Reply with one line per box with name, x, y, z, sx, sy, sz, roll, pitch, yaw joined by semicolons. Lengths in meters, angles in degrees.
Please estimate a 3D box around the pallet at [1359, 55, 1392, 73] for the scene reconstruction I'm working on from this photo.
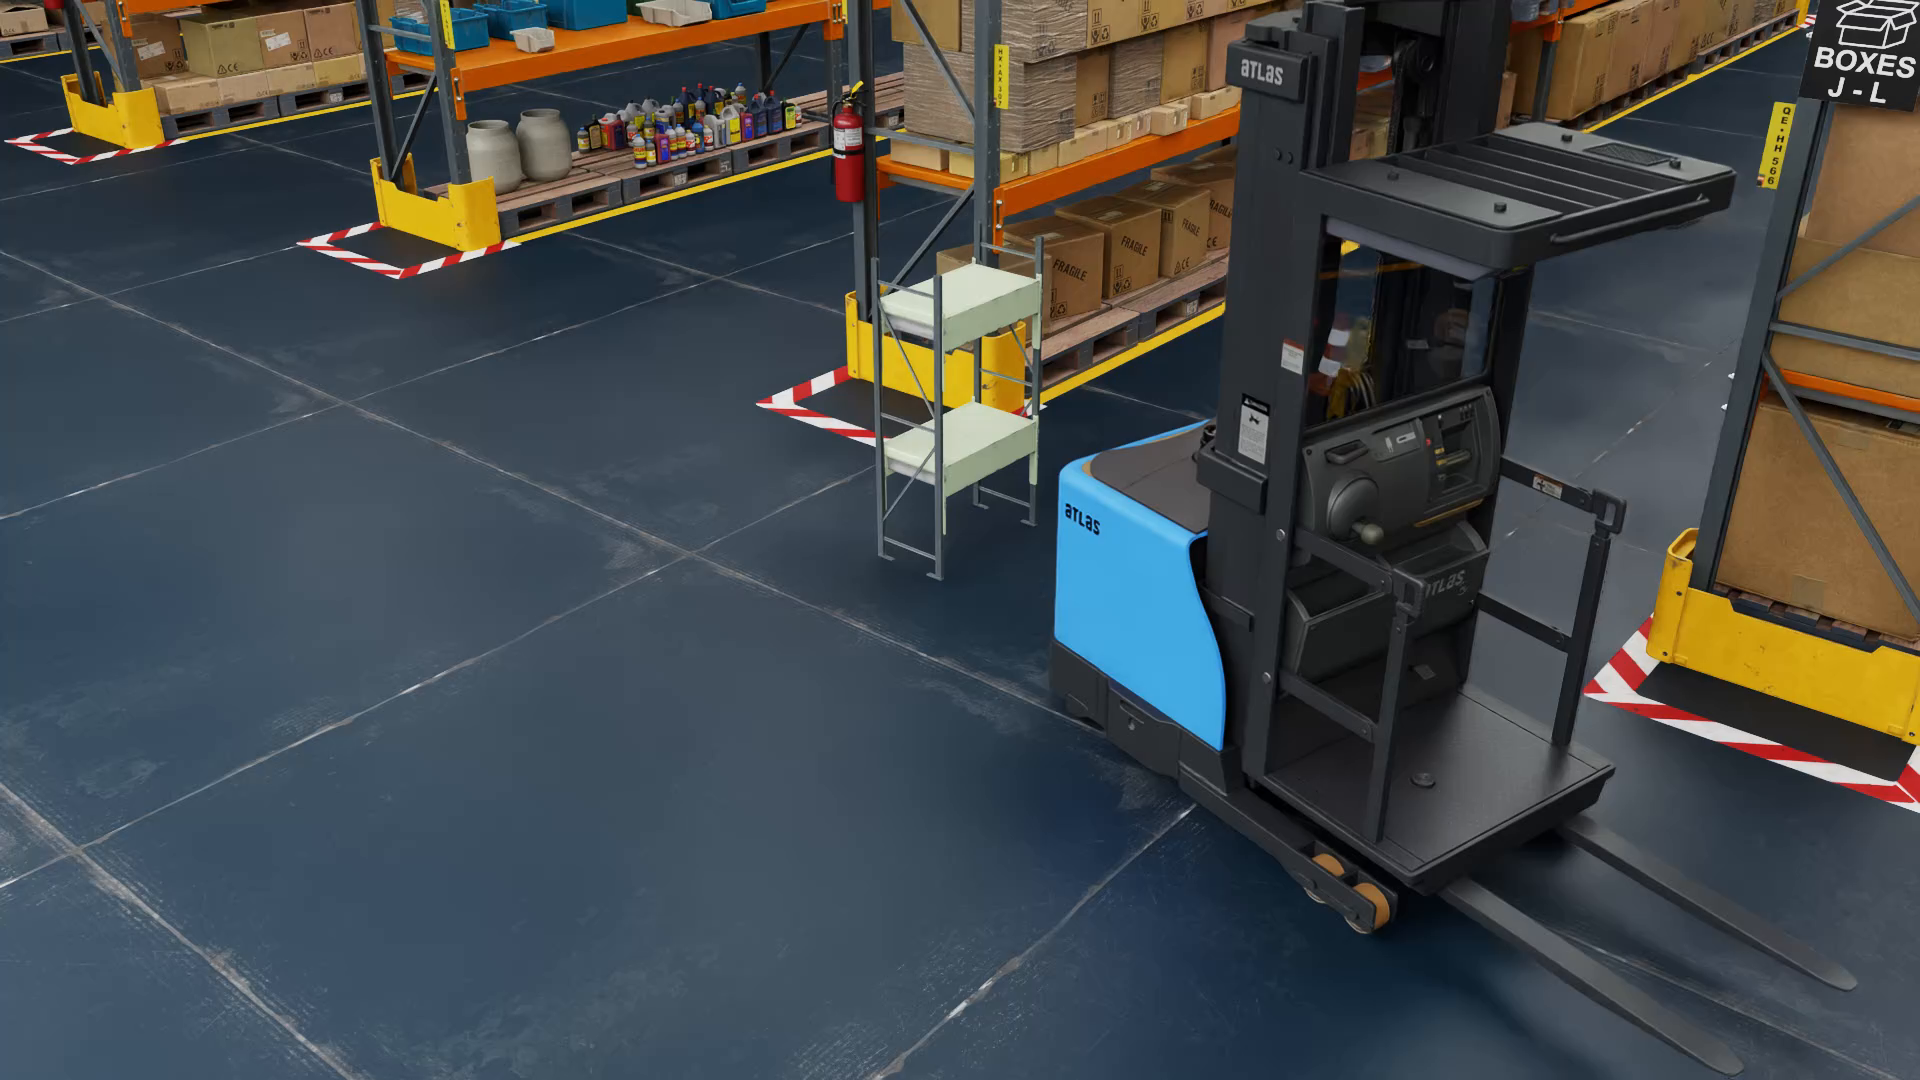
pallet;2.939;-3.778;12.497;1.003;0.211;1.213;21;34;34

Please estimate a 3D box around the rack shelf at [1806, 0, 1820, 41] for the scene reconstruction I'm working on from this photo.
rack shelf;4.831;-2.453;7.245;1.077;0.370;4.000;21;34;34

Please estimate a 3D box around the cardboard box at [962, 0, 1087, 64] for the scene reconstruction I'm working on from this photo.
cardboard box;0.356;-2.952;9.171;0.500;0.500;0.500;21;34;34

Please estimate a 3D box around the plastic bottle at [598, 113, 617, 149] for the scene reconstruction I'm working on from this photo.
plastic bottle;-3.014;-3.510;14.256;0.152;0.276;0.135;21;34;35

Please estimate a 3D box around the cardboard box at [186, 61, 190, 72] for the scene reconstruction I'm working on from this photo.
cardboard box;-7.424;-4.535;16.288;0.500;0.250;0.500;21;34;34

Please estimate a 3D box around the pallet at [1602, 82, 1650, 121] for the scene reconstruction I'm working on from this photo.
pallet;6.221;-4.502;16.723;1.003;0.211;1.213;21;34;34

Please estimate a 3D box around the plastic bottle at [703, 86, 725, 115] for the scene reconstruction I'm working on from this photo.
plastic bottle;-2.204;-3.894;14.916;0.144;0.351;0.185;21;34;34

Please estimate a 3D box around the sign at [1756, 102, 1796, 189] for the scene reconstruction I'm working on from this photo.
sign;3.149;-1.514;6.394;0.100;0.325;0.005;21;34;34

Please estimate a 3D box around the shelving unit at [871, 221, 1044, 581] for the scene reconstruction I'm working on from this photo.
shelving unit;-0.004;-0.664;7.901;0.431;1.500;0.755;21;34;34

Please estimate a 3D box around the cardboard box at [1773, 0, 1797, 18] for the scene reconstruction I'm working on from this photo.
cardboard box;9.628;-6.882;20.143;0.875;0.875;0.875;21;34;34

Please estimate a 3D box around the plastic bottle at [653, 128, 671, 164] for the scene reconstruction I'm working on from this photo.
plastic bottle;-2.474;-3.279;13.802;0.061;0.283;0.133;21;34;35

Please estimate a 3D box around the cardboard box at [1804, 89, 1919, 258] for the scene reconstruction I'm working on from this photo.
cardboard box;3.825;-1.397;6.348;0.875;0.550;0.550;21;34;34

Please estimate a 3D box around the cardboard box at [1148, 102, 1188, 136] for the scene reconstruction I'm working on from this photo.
cardboard box;1.190;-2.639;10.361;0.380;0.149;0.250;21;34;34

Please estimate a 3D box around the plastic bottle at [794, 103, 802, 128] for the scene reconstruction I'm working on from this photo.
plastic bottle;-1.472;-3.815;14.926;0.097;0.201;0.097;0;27;0

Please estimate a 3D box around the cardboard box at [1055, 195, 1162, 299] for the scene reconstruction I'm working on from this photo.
cardboard box;0.973;-1.947;11.013;0.500;0.500;0.500;25;36;39

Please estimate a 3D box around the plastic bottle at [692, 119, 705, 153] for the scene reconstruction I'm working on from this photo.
plastic bottle;-2.221;-3.428;14.102;0.097;0.271;0.097;0;27;0

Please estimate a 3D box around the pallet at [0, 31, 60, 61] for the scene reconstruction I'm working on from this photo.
pallet;-11.078;-5.625;18.894;1.003;0.211;1.213;21;34;34

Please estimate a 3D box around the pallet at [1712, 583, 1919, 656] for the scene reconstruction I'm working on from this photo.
pallet;4.007;0.201;7.631;1.003;0.211;1.213;21;34;34

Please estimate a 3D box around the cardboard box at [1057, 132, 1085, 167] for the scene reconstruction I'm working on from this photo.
cardboard box;0.506;-2.303;9.711;0.380;0.149;0.250;21;34;34

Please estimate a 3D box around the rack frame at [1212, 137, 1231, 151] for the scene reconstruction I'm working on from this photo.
rack frame;2.340;-3.634;12.011;1.000;3.000;0.127;21;34;34

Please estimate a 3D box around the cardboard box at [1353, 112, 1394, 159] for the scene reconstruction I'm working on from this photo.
cardboard box;3.066;-3.095;13.209;0.700;0.500;0.500;21;34;34

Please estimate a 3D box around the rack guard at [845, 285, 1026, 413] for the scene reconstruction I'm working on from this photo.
rack guard;-0.156;-1.133;9.896;1.175;0.500;0.348;21;34;34

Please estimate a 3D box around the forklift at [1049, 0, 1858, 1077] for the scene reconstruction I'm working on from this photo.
forklift;1.627;-0.217;5.480;1.130;2.935;3.031;-18;32;-31

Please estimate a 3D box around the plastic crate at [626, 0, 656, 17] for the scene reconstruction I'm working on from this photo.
plastic crate;-2.563;-4.589;14.087;0.450;0.188;0.662;21;34;34

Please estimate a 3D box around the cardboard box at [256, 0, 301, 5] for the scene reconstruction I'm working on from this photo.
cardboard box;-6.790;-5.224;16.803;0.500;0.500;0.500;21;34;34

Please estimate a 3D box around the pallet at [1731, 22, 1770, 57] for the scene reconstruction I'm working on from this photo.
pallet;8.749;-5.913;19.451;1.003;0.211;1.213;21;34;34

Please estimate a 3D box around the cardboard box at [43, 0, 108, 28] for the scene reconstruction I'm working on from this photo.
cardboard box;-10.293;-6.311;19.426;0.700;0.500;0.500;18;33;31

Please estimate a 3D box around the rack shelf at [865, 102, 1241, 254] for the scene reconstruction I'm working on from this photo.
rack shelf;1.068;-2.606;10.805;1.077;0.370;4.000;21;34;34

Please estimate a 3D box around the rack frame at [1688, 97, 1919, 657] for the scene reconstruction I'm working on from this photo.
rack frame;3.559;-0.731;6.398;1.000;3.000;0.127;21;34;34

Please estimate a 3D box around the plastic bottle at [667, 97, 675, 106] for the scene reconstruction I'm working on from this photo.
plastic bottle;-2.572;-3.793;14.794;0.061;0.283;0.133;23;35;37

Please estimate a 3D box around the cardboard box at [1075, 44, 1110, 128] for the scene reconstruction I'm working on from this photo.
cardboard box;0.393;-2.792;9.950;0.875;0.500;0.500;21;34;34

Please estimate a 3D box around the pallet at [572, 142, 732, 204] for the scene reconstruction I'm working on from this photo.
pallet;-2.717;-3.183;14.173;1.003;0.211;1.213;21;34;34

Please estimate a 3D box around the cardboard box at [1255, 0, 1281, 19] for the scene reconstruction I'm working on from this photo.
cardboard box;1.661;-3.502;11.323;0.875;0.500;0.500;21;34;34

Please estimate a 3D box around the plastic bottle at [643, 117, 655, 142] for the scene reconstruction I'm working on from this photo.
plastic bottle;-2.703;-3.566;14.446;0.097;0.201;0.097;0;27;0

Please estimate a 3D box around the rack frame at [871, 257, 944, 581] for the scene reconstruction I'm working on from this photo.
rack frame;-0.237;-0.534;7.650;0.400;1.500;0.023;21;34;34

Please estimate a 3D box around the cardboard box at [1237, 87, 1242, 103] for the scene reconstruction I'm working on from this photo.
cardboard box;1.725;-3.032;11.121;0.380;0.149;0.250;21;34;34

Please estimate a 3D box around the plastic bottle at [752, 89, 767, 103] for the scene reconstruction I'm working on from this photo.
plastic bottle;-1.780;-3.830;14.794;0.144;0.351;0.185;21;34;34

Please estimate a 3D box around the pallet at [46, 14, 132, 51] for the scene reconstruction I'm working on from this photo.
pallet;-10.302;-6.056;19.727;1.003;0.211;1.213;21;34;34

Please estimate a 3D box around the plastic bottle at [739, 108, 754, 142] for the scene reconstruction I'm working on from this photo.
plastic bottle;-1.862;-3.620;14.461;0.061;0.283;0.133;23;35;38

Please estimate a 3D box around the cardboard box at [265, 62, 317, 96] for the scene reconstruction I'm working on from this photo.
cardboard box;-6.699;-4.559;16.333;0.500;0.250;0.500;21;34;34

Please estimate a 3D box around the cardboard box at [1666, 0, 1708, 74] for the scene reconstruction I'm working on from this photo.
cardboard box;7.037;-5.481;17.435;1.225;0.875;0.875;21;34;35

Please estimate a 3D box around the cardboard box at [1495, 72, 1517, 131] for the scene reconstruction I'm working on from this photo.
cardboard box;4.474;-3.894;14.755;0.700;0.500;0.500;19;33;32

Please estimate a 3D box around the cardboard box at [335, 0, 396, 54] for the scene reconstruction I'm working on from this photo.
cardboard box;-6.070;-5.249;16.851;0.500;0.500;0.500;21;34;34

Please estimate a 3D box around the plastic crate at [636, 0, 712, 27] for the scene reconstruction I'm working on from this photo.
plastic crate;-2.319;-4.315;13.614;0.530;0.136;0.437;21;34;34

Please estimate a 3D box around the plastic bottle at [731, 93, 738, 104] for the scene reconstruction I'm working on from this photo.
plastic bottle;-2.087;-4.014;15.311;0.097;0.201;0.097;0;27;0

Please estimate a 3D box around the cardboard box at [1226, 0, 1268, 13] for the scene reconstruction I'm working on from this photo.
cardboard box;1.631;-3.660;10.540;0.500;0.500;0.500;21;34;34
